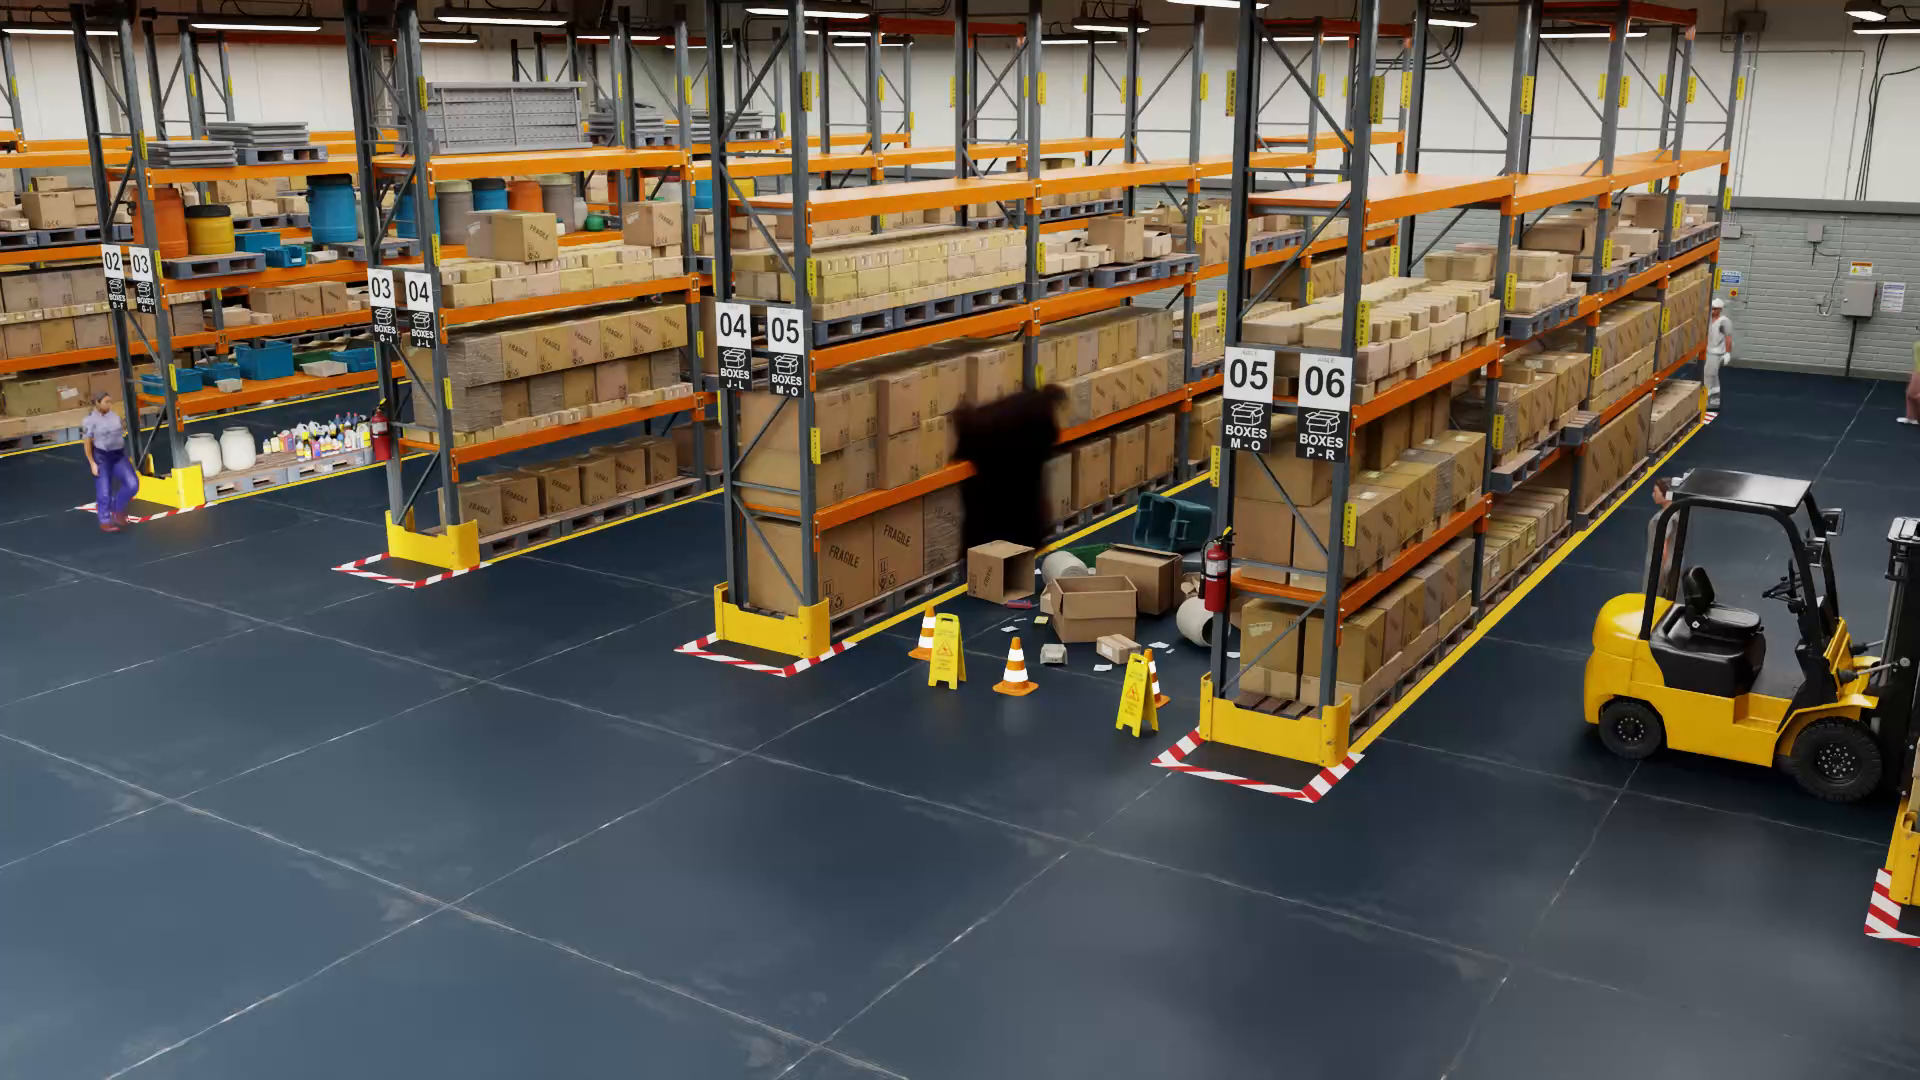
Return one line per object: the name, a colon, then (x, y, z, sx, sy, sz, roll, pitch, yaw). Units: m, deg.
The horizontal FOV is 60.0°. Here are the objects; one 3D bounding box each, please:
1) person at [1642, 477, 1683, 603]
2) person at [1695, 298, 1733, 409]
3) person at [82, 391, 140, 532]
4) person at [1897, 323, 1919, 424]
person: (6.460, 0.244, 15.245, 0.454, 1.677, 0.429, -8, 17, -26)
person: (11.954, -2.967, 26.590, 0.585, 1.786, 0.566, 0, 16, 2)
person: (-9.936, -0.927, 19.423, 0.455, 1.635, 0.496, 10, 18, 32)
person: (14.763, -2.569, 25.339, 0.653, 1.644, 0.463, 9, 18, 29)
